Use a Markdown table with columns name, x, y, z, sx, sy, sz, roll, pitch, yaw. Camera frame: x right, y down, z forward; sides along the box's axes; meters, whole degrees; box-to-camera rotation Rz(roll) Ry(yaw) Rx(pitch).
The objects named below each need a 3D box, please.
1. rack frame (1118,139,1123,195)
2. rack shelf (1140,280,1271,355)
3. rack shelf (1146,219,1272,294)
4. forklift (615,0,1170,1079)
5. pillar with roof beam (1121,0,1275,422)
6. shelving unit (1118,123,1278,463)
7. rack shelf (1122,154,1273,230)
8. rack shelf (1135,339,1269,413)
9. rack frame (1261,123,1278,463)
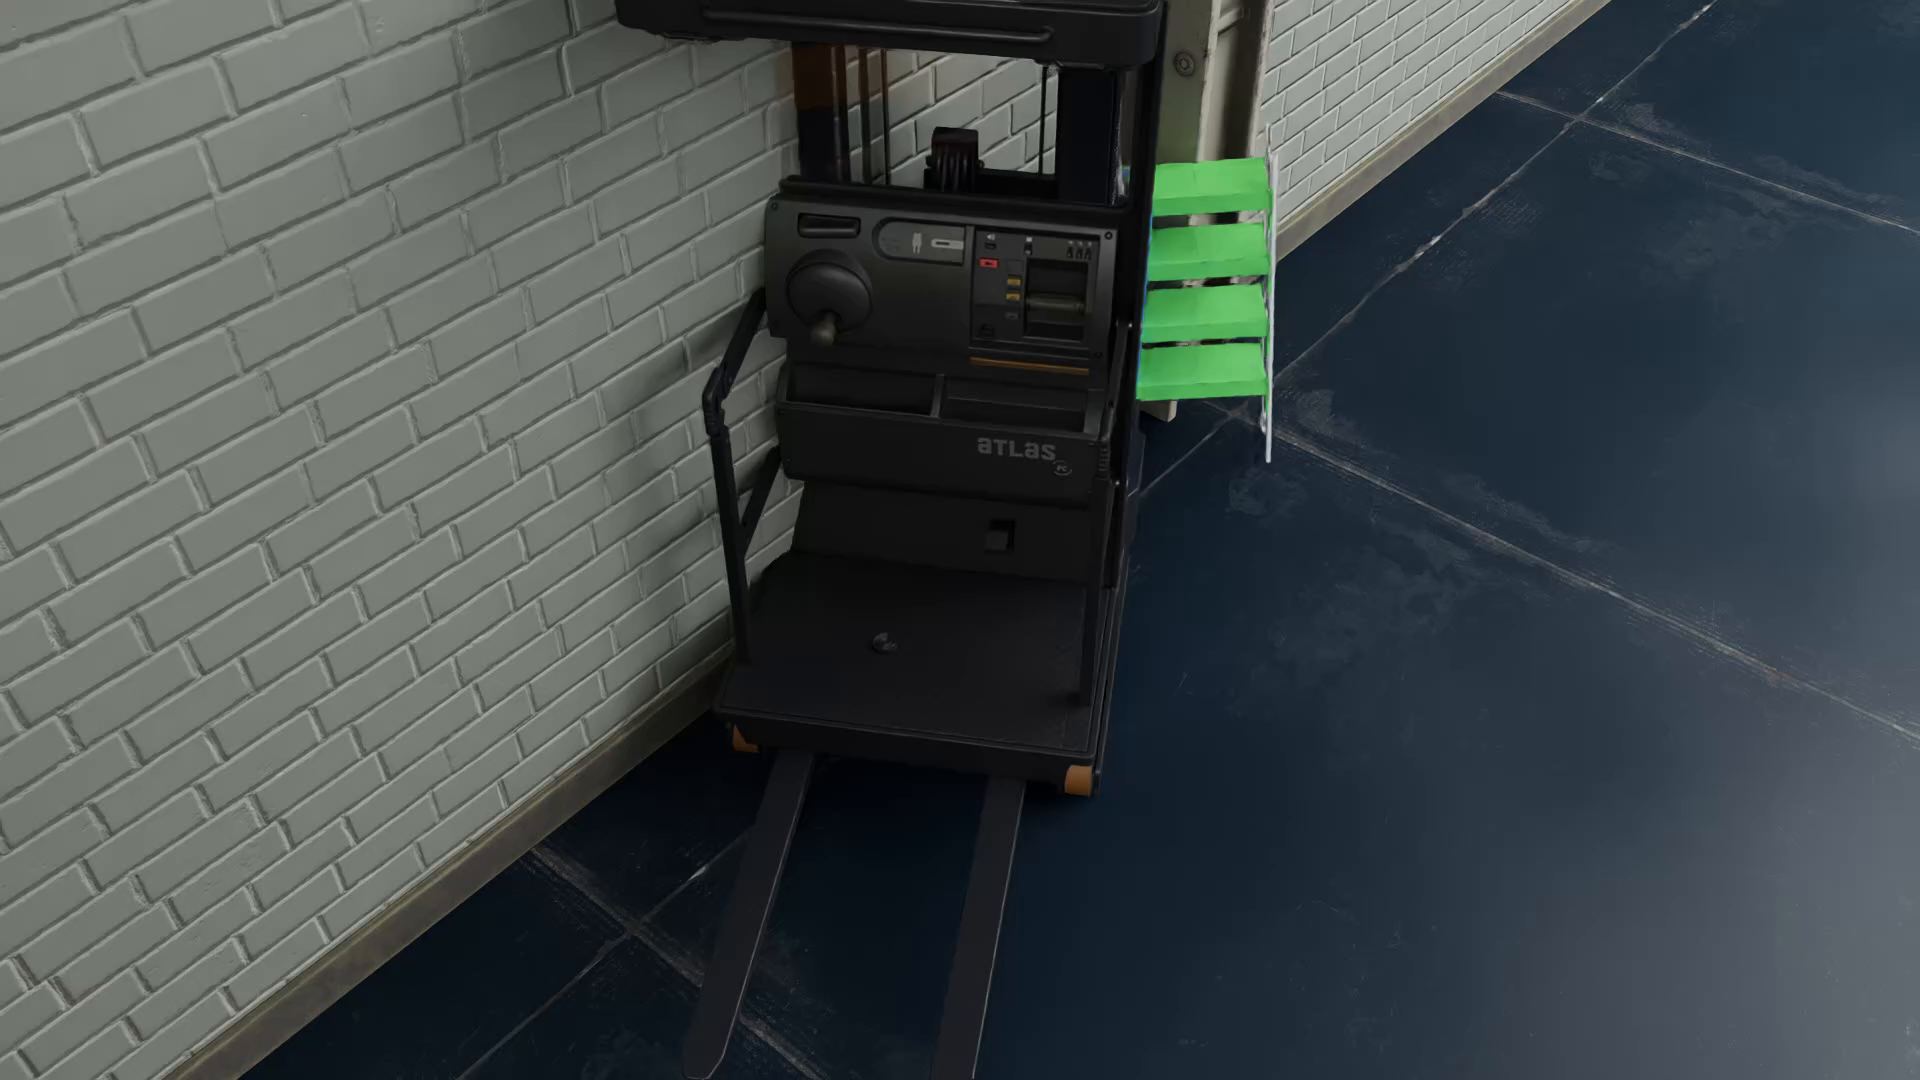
| name | x | y | z | sx | sy | sz | roll | pitch | yaw |
| --- | --- | --- | --- | --- | --- | --- | --- | --- | --- |
| rack frame | 0.572 | -0.796 | 5.744 | 0.015 | 1.200 | 0.240 | -3 | 39 | 6 |
| rack shelf | 0.820 | -0.757 | 5.759 | 0.480 | 0.148 | 0.258 | -3 | 39 | 6 |
| rack shelf | 0.797 | -0.943 | 5.608 | 0.480 | 0.148 | 0.258 | -3 | 39 | 6 |
| forklift | -0.090 | -0.595 | 4.226 | 1.130 | 2.935 | 3.031 | 6 | 43 | 7 |
| pillar with roof beam | 4.083 | -2.074 | 1.342 | 9.100 | 9.000 | 0.400 | 29 | 50 | 28 |
| shelving unit | 0.814 | -0.807 | 5.719 | 0.503 | 1.200 | 0.258 | -3 | 39 | 6 |
| rack shelf | 0.773 | -1.128 | 5.458 | 0.480 | 0.148 | 0.258 | -3 | 39 | 6 |
| rack shelf | 0.844 | -0.572 | 5.909 | 0.480 | 0.148 | 0.258 | -3 | 39 | 6 |
| rack frame | 1.057 | -0.817 | 5.693 | 0.015 | 1.200 | 0.240 | -3 | 39 | 6 |
